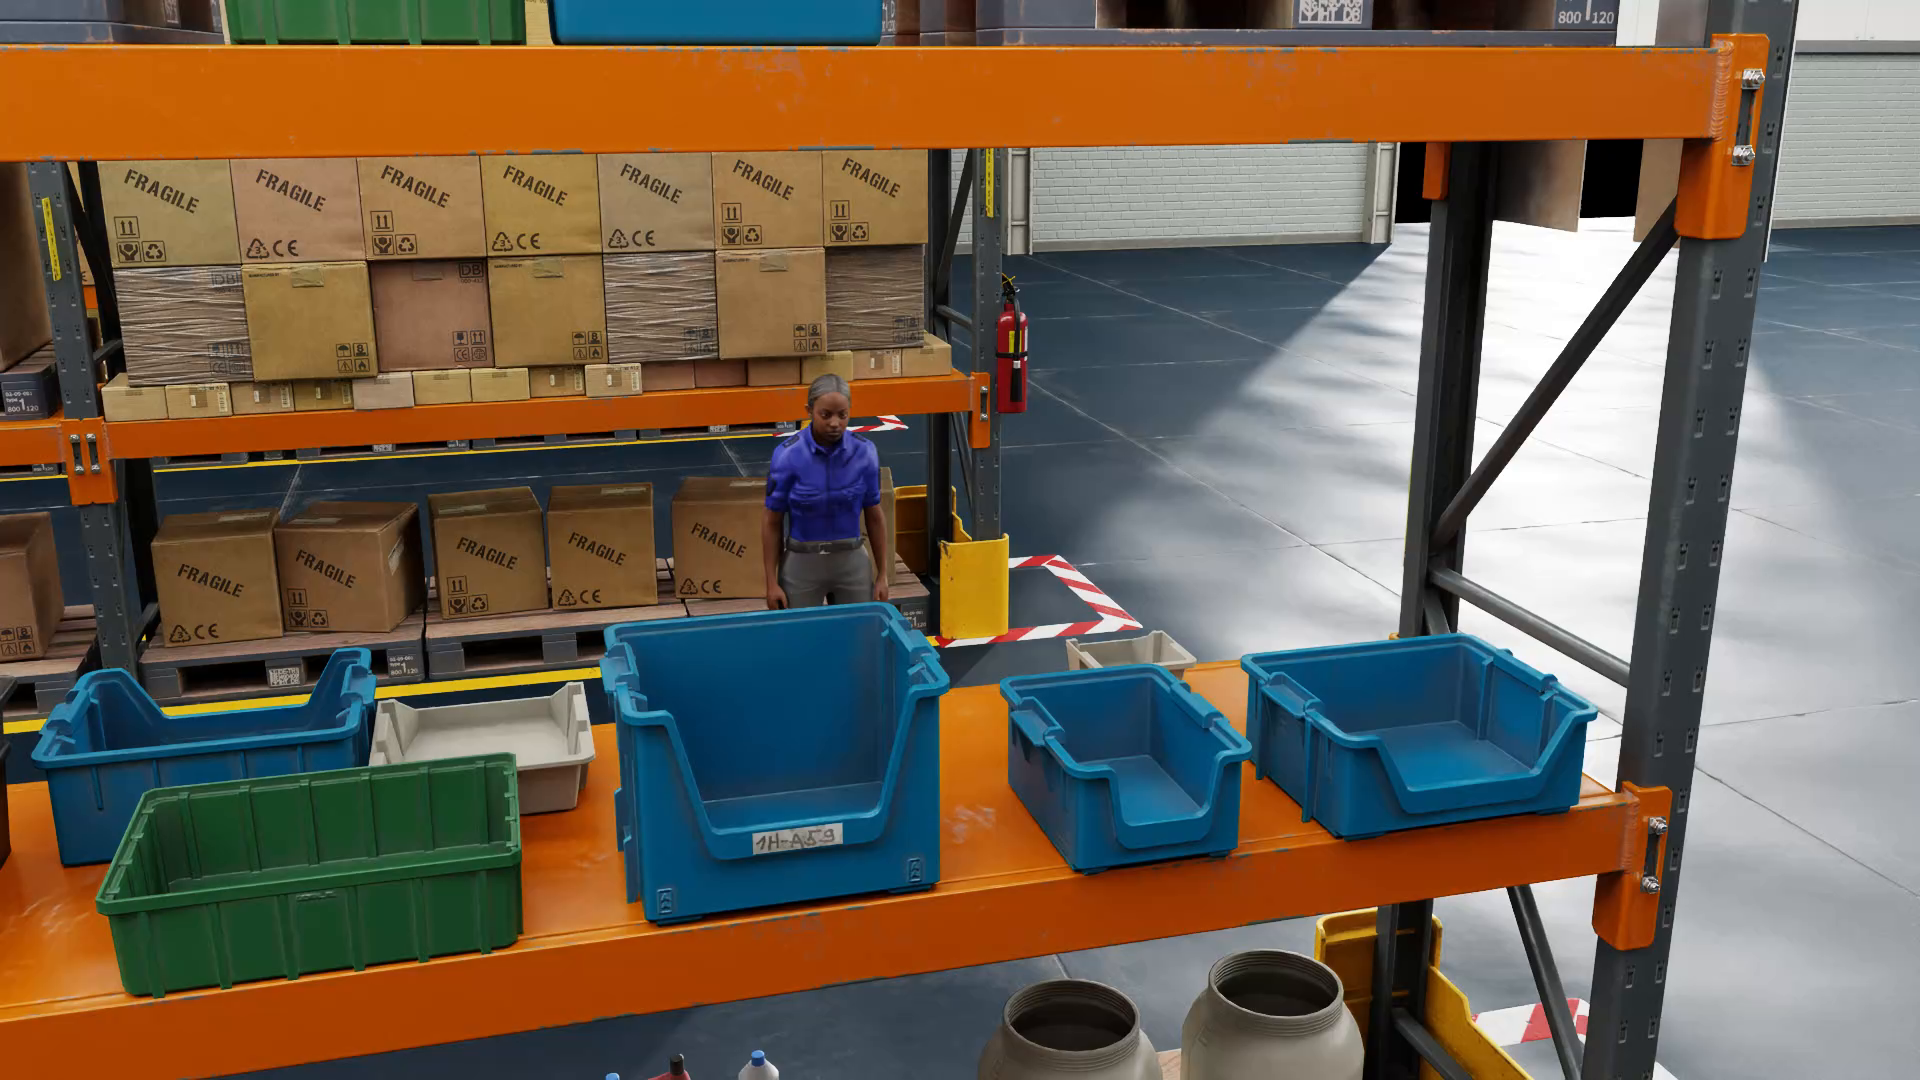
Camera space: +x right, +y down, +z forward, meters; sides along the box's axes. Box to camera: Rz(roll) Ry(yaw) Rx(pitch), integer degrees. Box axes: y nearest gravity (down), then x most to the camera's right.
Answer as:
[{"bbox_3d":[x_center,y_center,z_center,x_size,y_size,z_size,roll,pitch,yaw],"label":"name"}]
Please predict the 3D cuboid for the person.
[{"bbox_3d":[-0.526,0.157,6.494,0.506,1.655,0.346,-4,17,-15],"label":"person"}]
